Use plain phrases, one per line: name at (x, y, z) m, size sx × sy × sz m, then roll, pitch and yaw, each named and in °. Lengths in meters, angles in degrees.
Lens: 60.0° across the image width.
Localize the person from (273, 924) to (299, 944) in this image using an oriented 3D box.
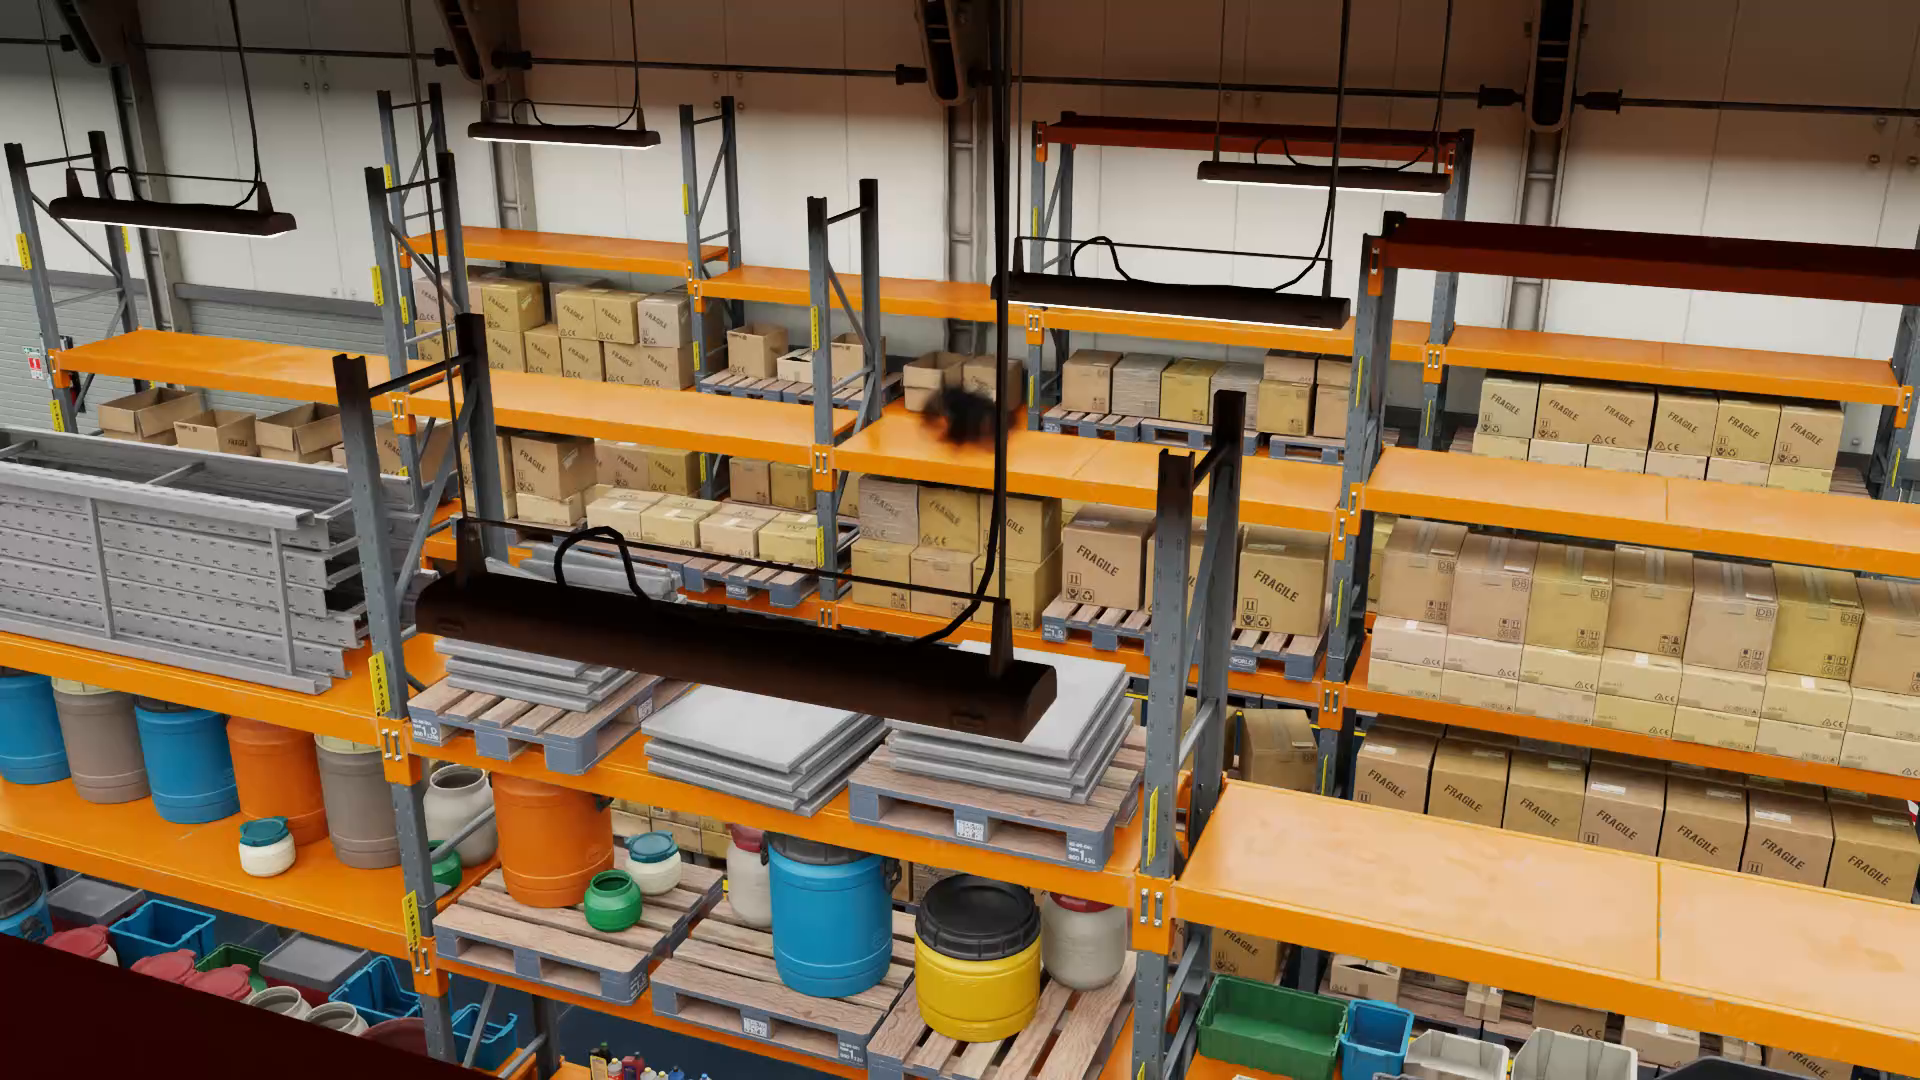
person at (-5.117, 2.776, 12.734) m, size 0.767 × 1.744 × 0.548 m, roll 8°, pitch 22°, yaw 20°
